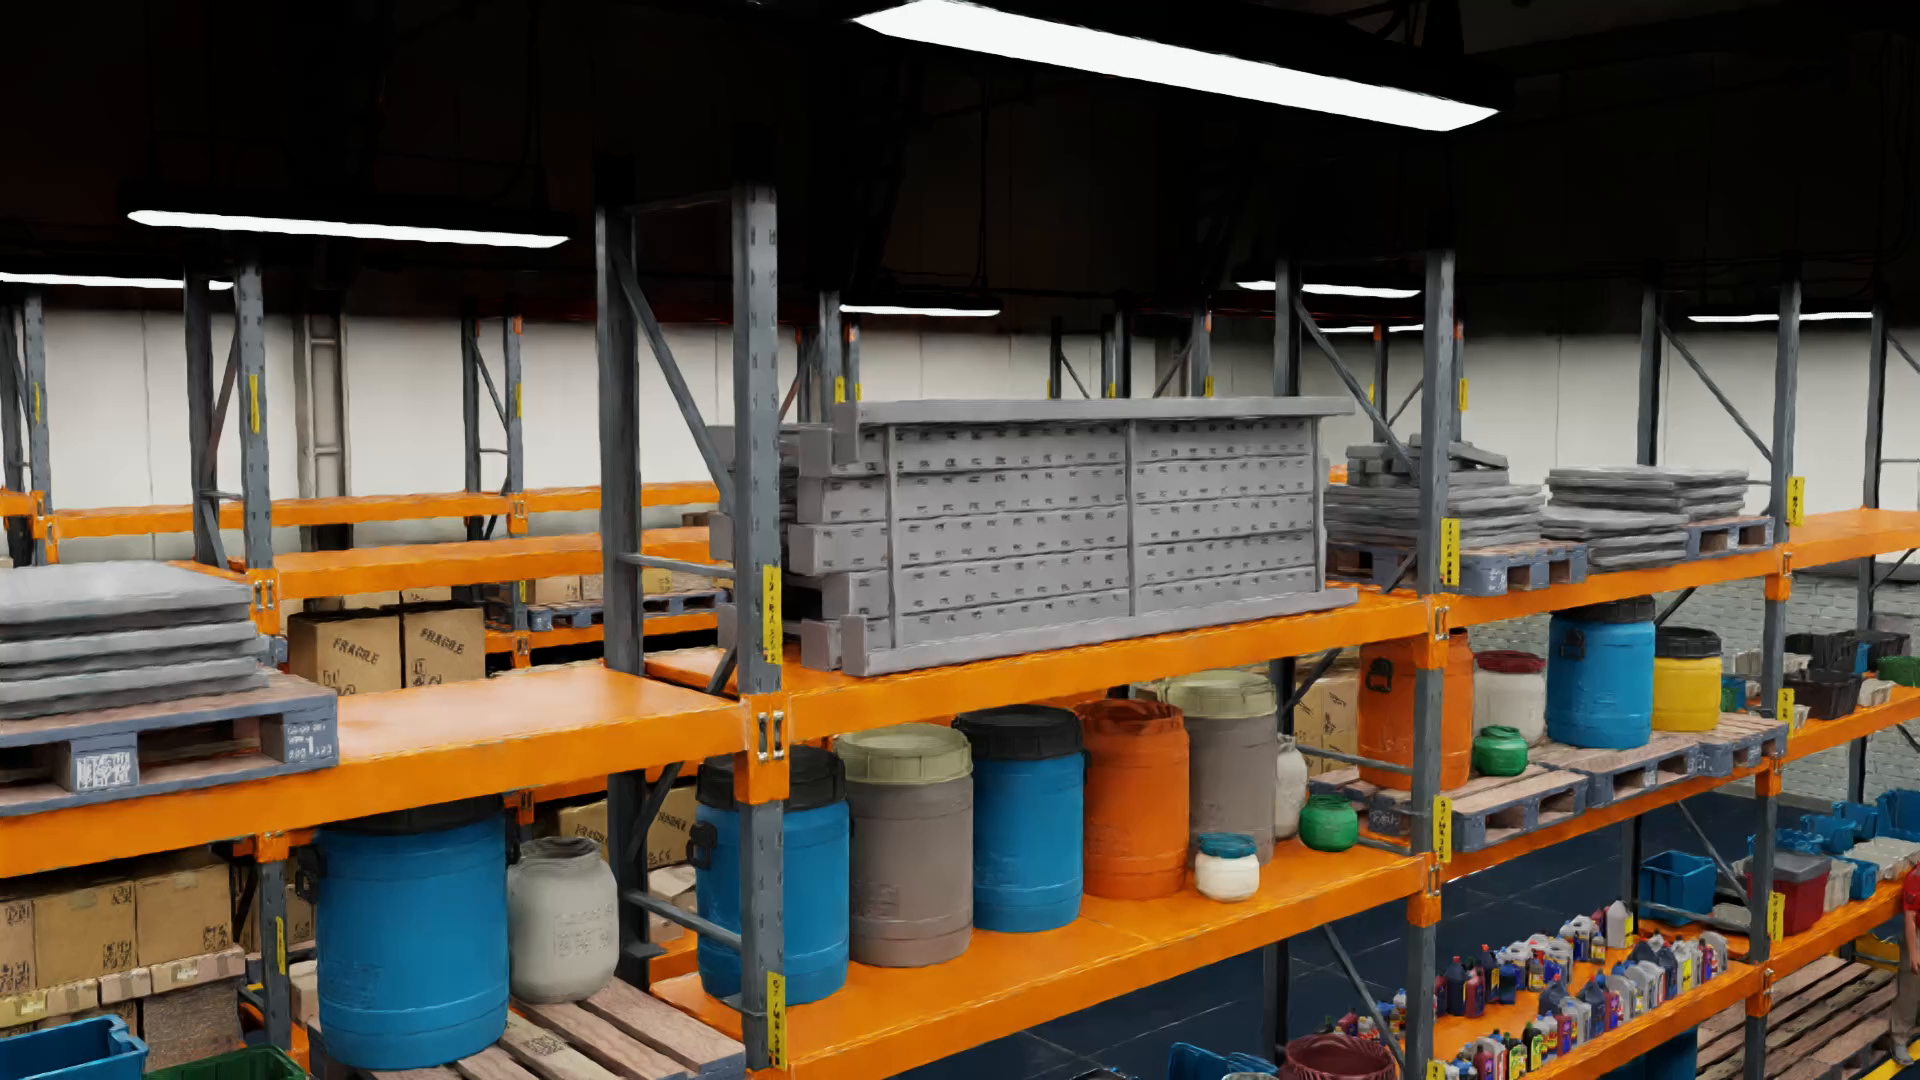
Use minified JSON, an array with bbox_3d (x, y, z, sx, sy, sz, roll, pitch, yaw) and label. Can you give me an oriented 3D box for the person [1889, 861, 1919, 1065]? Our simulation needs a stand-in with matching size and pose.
[{"bbox_3d":[7.394,3.095,12.659,0.638,1.736,0.414,-3,6,-29],"label":"person"}]
